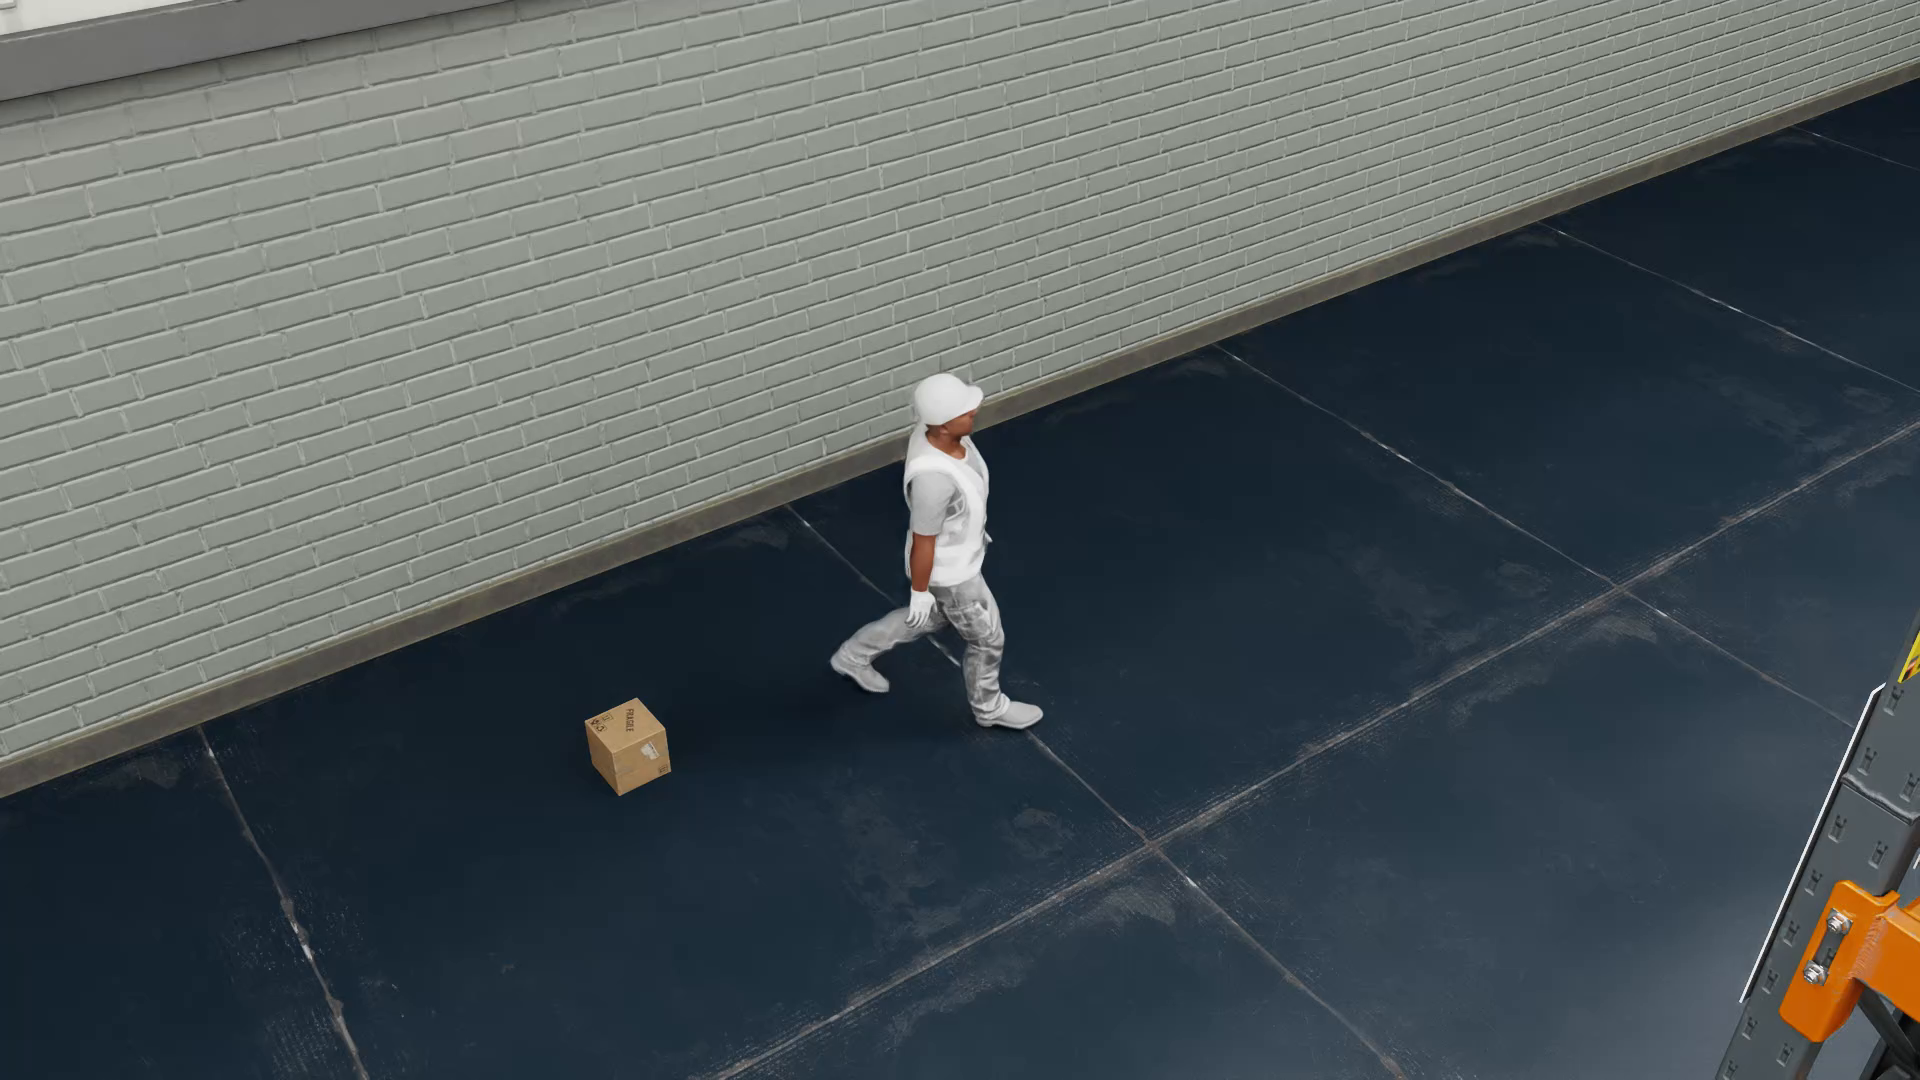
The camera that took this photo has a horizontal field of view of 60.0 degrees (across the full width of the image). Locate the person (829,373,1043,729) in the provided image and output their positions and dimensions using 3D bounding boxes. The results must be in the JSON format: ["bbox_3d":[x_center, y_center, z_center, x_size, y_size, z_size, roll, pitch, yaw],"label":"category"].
[{"bbox_3d":[-0.105,0.062,6.901,0.947,1.757,0.581,1,36,2],"label":"person"}]
